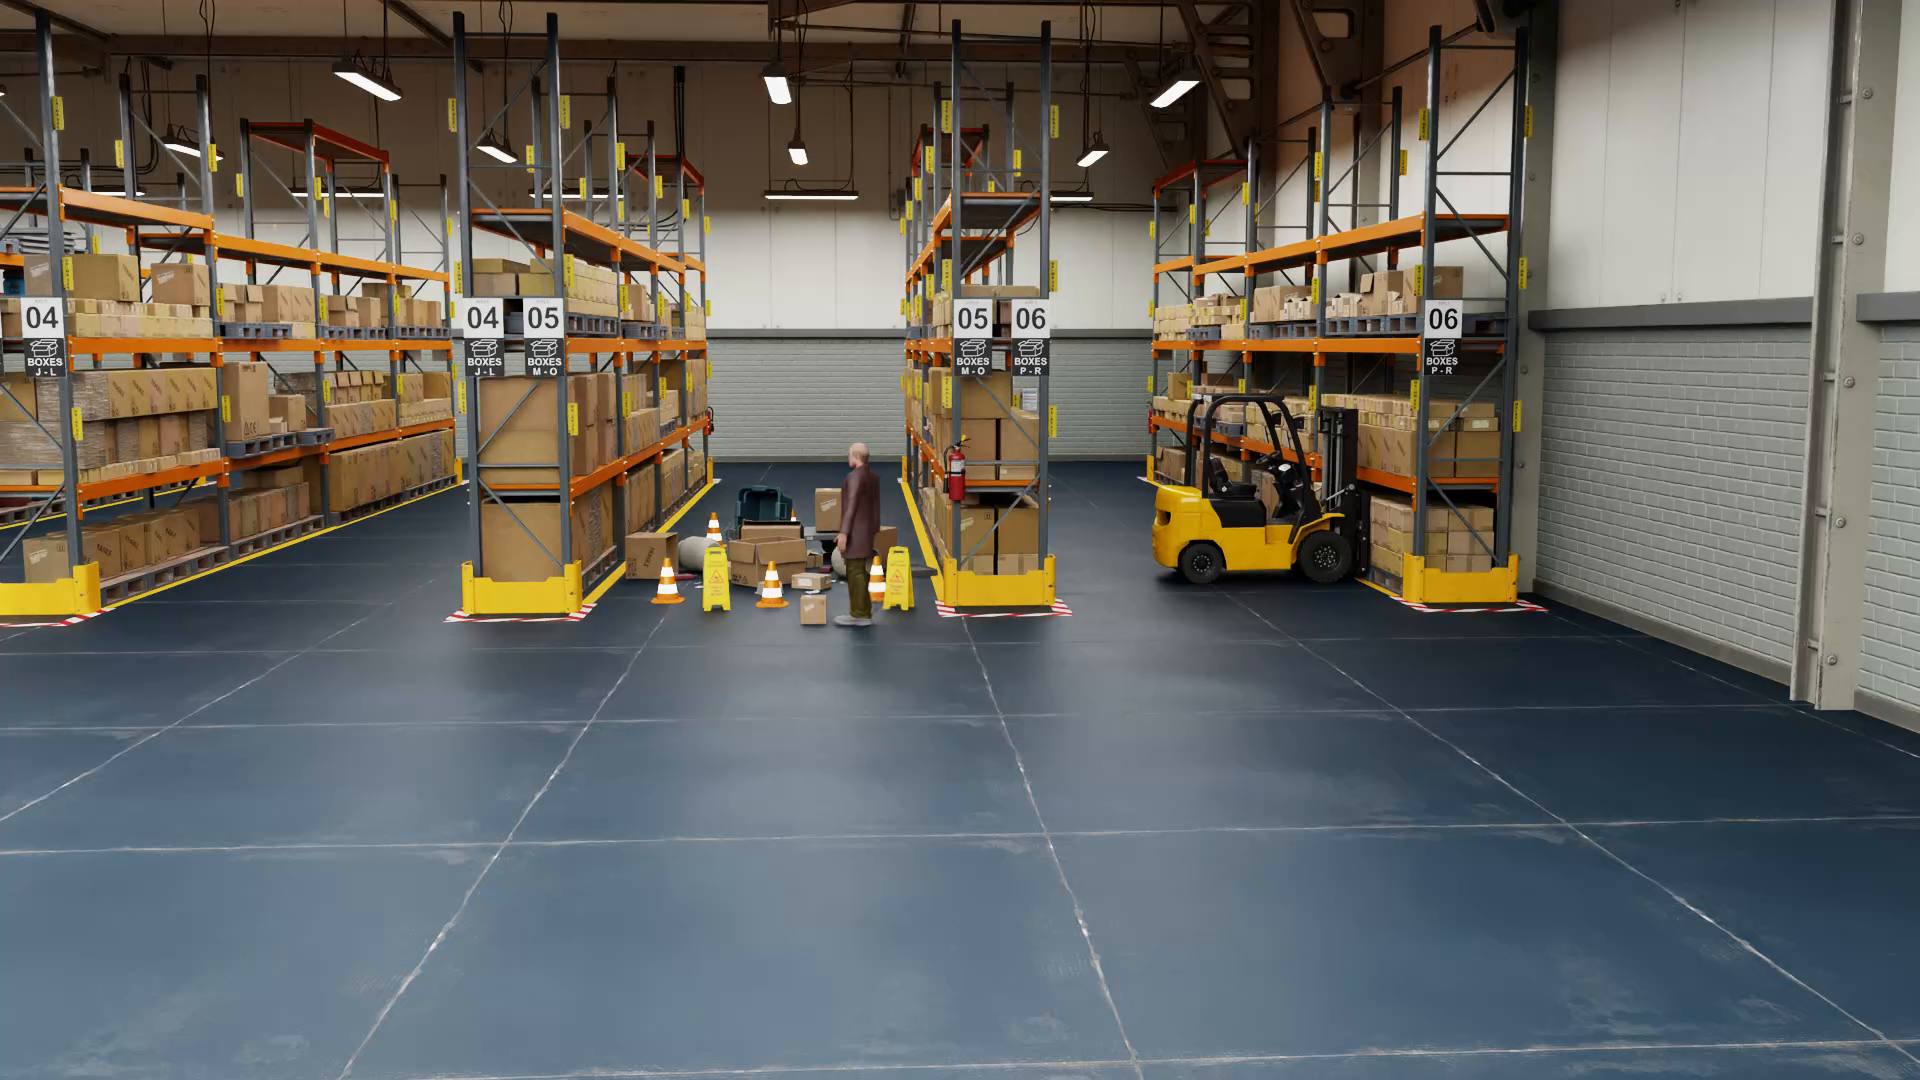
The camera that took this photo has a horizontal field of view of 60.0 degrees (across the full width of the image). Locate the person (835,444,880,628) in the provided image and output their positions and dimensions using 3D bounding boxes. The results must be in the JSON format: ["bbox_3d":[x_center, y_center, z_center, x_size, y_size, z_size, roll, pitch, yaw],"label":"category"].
[{"bbox_3d":[-1.044,-0.049,16.209,0.460,1.775,0.574,3,7,23],"label":"person"}]
